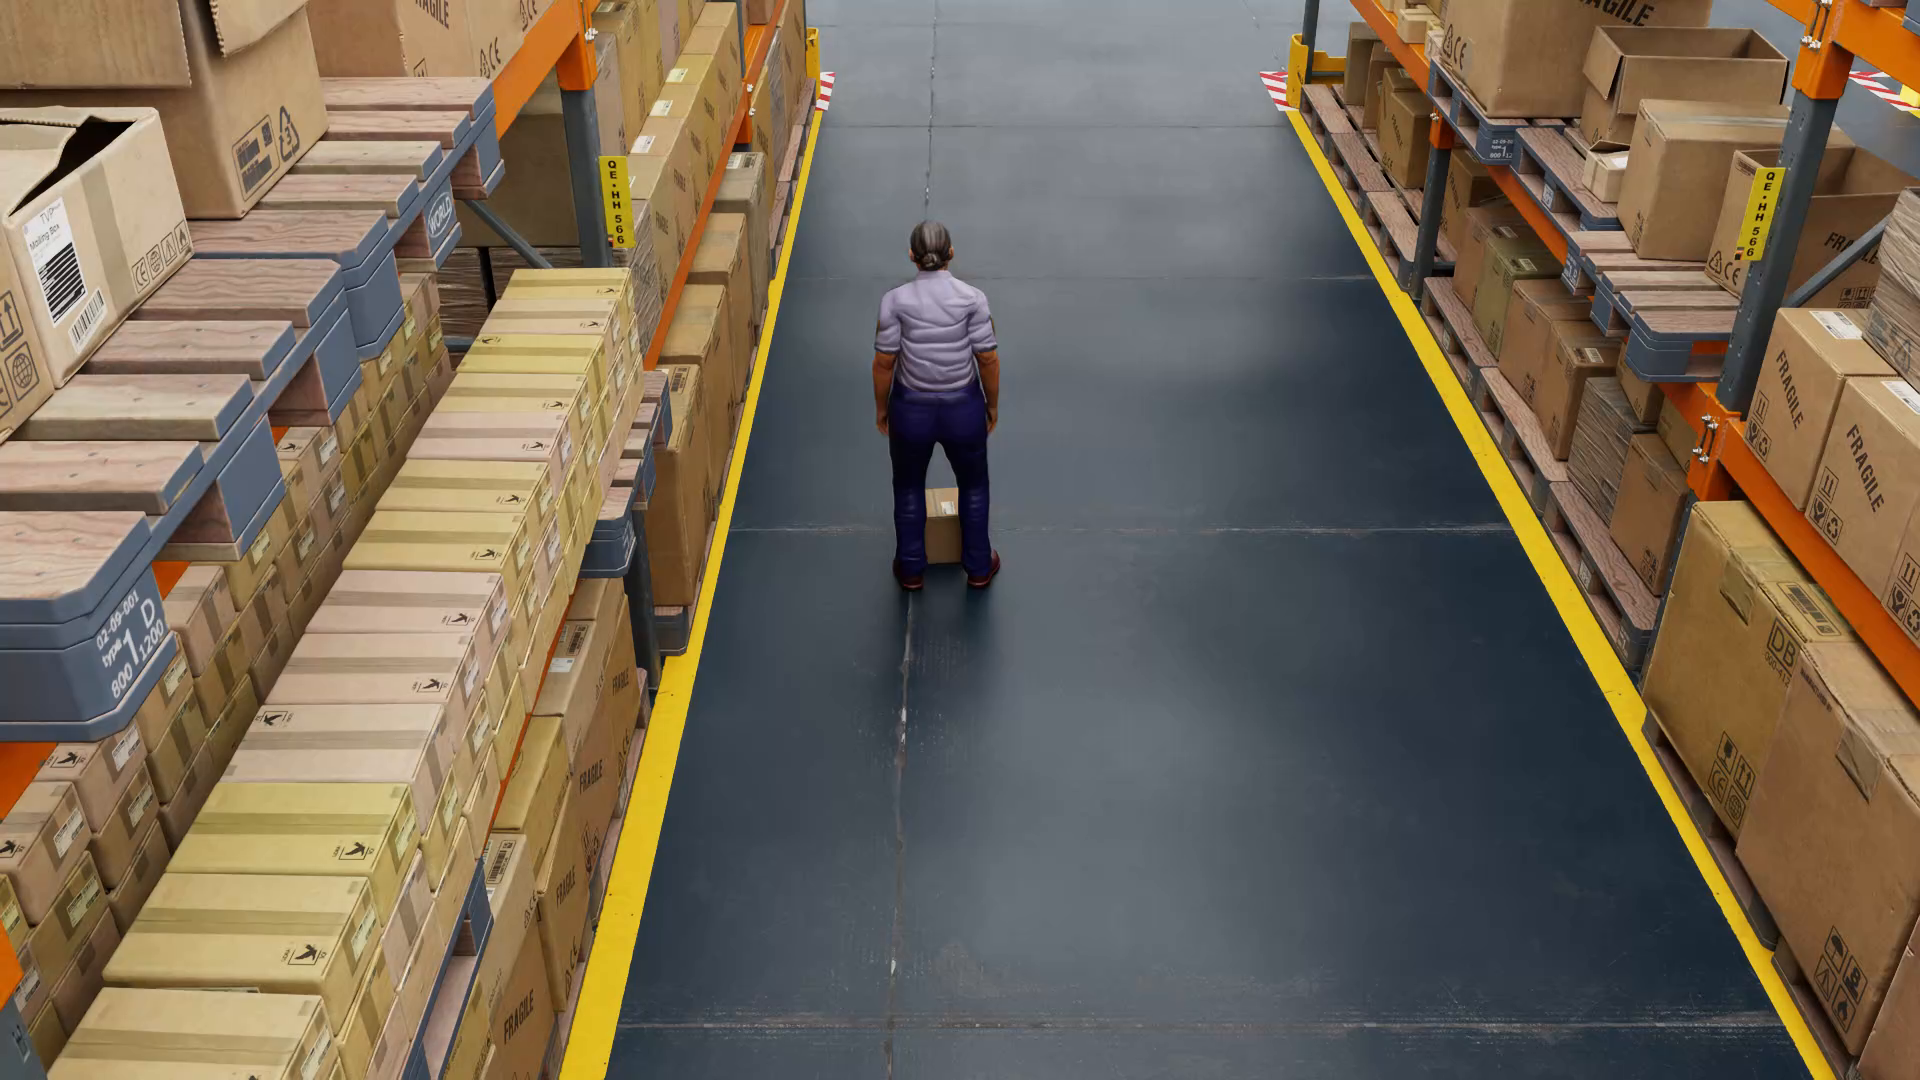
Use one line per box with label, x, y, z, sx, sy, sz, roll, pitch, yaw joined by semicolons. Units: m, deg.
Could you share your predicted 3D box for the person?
person;-0.088;-0.535;7.008;0.545;1.652;0.371;-1;32;-1
